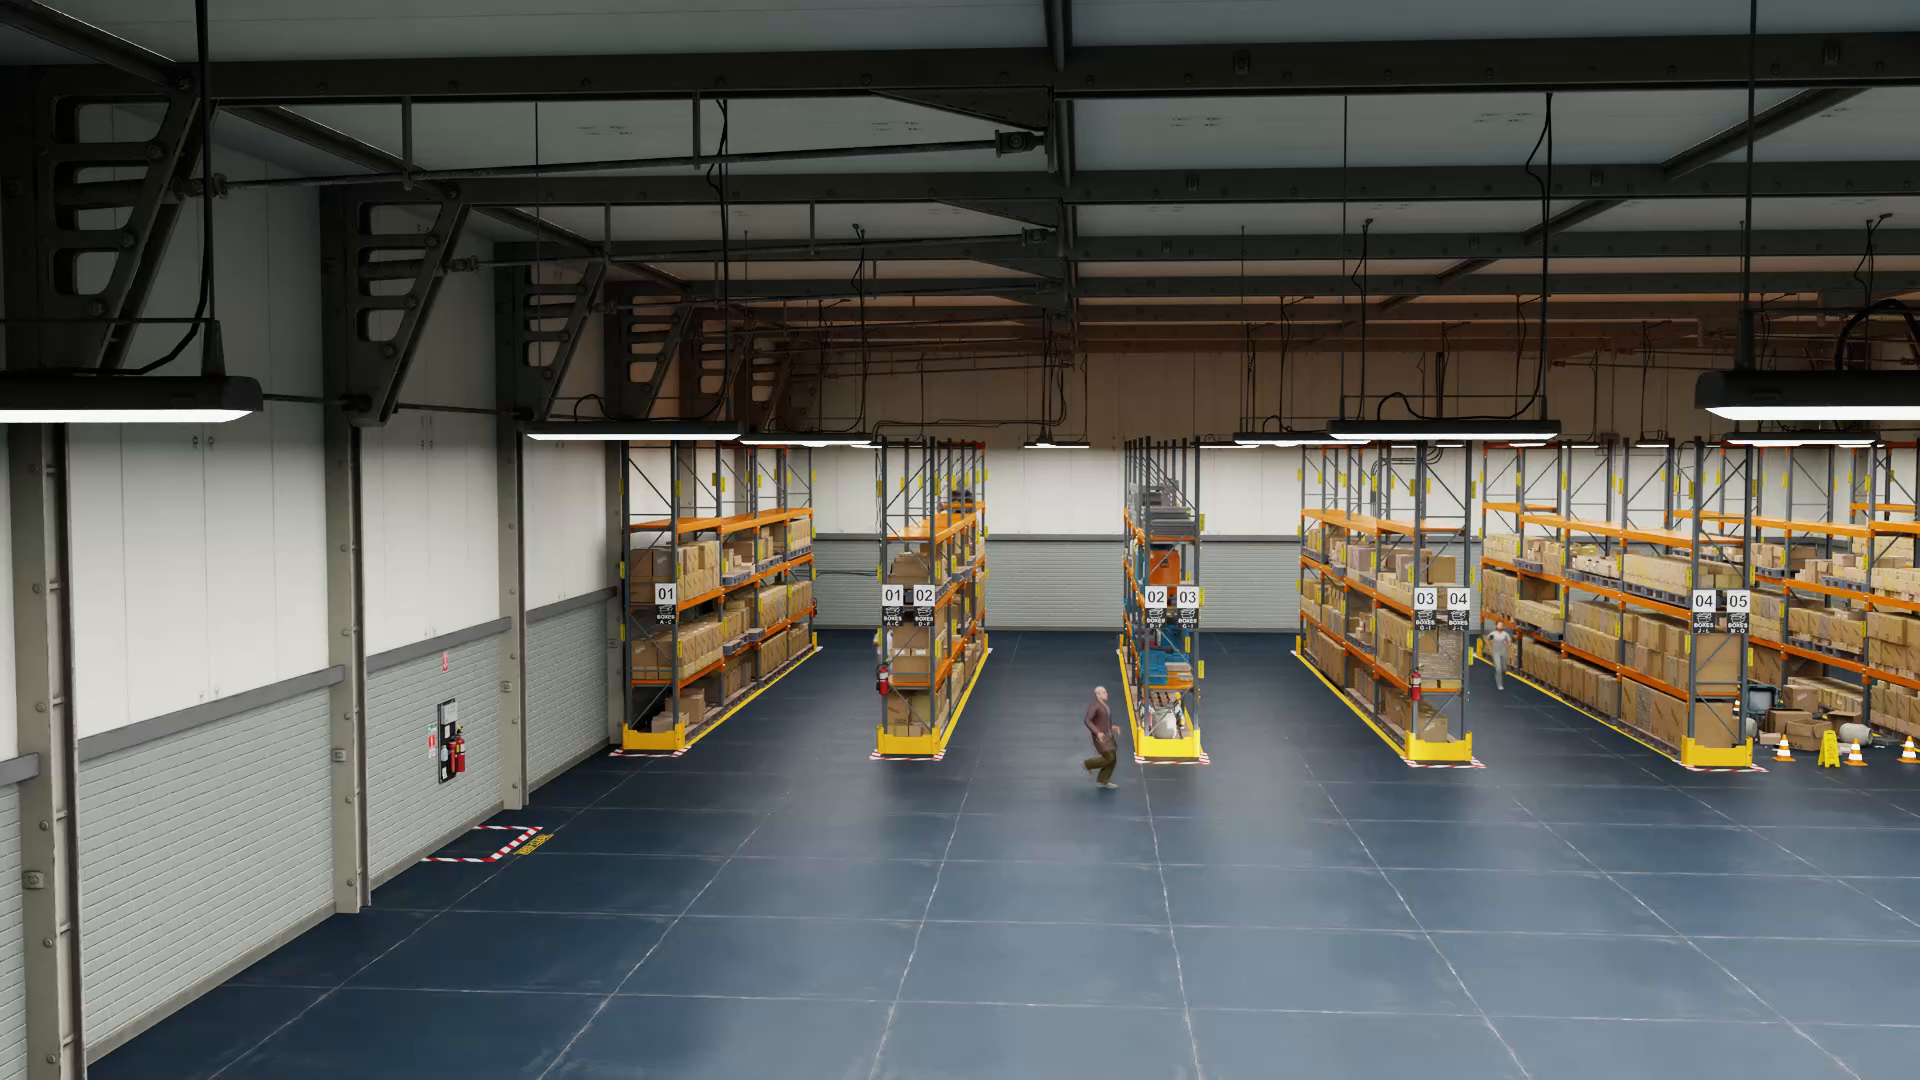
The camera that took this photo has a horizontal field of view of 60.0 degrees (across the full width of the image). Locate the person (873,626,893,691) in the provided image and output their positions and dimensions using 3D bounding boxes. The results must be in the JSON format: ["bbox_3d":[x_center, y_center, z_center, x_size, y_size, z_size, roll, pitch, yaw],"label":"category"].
[{"bbox_3d":[-1.781,2.765,39.726,0.592,1.721,0.747,0,3,-2],"label":"person"}]

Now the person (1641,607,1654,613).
[{"bbox_3d":[19.598,2.379,47.422,0.617,1.609,0.676,1,3,14],"label":"person"}]

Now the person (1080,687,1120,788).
[{"bbox_3d":[2.385,3.351,28.286,0.631,1.726,0.726,2,3,28],"label":"person"}]

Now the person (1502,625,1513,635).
[{"bbox_3d":[15.616,2.347,47.373,0.638,1.637,0.597,2,4,34],"label":"person"}]

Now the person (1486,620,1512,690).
[{"bbox_3d":[12.956,2.753,39.974,0.576,1.643,0.896,0,3,4],"label":"person"}]
